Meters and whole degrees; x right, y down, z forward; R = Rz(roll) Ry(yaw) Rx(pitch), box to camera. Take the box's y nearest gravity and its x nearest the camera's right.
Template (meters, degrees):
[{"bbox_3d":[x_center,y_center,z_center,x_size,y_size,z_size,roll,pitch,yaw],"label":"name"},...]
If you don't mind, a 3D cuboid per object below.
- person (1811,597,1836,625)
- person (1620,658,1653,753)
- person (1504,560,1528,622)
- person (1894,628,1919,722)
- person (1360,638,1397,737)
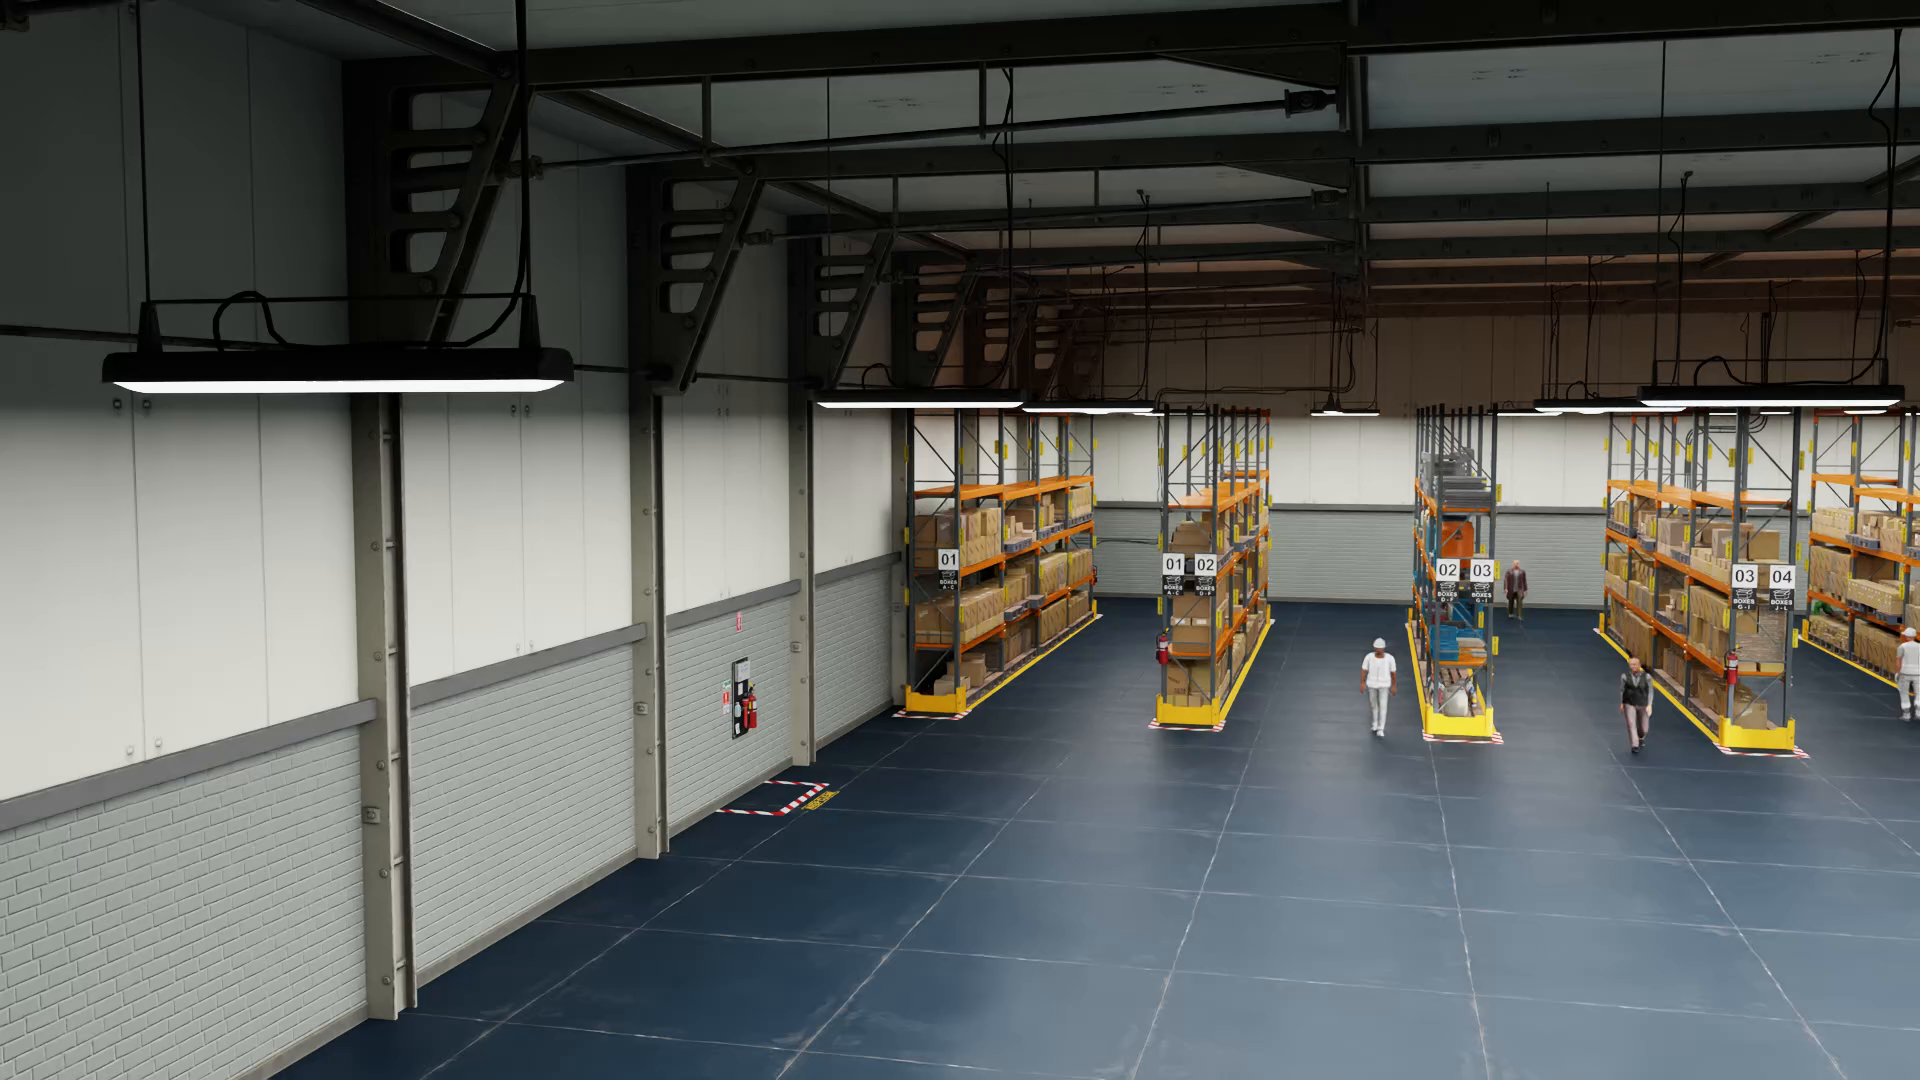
[{"bbox_3d":[23.657,1.531,45.562,1.046,1.751,0.539,0,4,3],"label":"person"},{"bbox_3d":[11.657,2.834,28.652,0.530,1.612,1.018,1,4,19],"label":"person"},{"bbox_3d":[15.731,1.422,47.054,0.684,1.716,1.170,1,4,11],"label":"person"},{"bbox_3d":[17.963,2.551,31.398,0.573,1.787,0.551,1,4,12],"label":"person"},{"bbox_3d":[7.560,2.648,30.132,0.595,1.722,0.932,2,5,26],"label":"person"}]
